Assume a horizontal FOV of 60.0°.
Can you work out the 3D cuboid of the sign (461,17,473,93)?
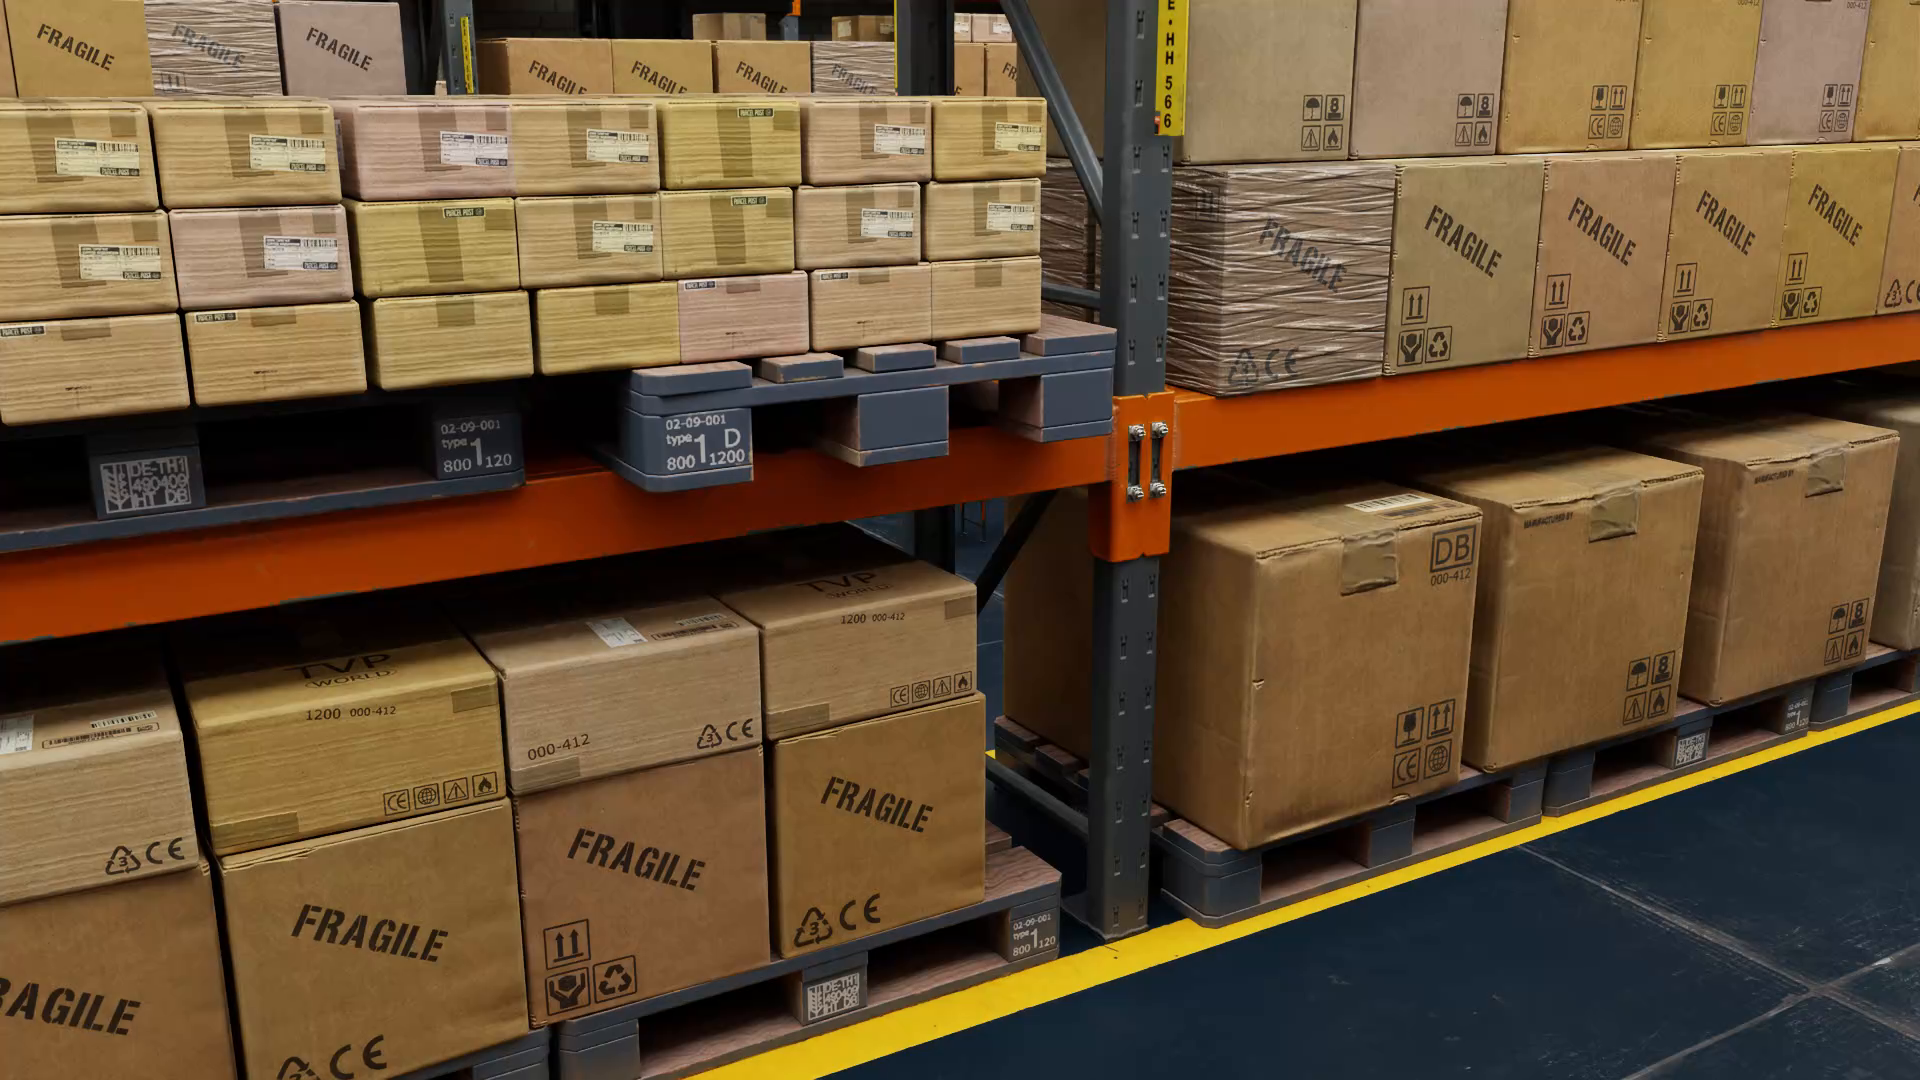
[{"bbox_3d":[-2.202,-2.164,7.427,0.005,0.325,0.100,-9,18,-30],"label":"sign"}]

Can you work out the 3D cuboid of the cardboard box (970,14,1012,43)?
[{"bbox_3d":[0.075,-2.781,9.057,0.250,0.149,0.380,-10,18,-31],"label":"cardboard box"}]

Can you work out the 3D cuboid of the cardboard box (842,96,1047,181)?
[{"bbox_3d":[-0.039,-0.797,3.280,0.250,0.149,0.380,-10,19,-32],"label":"cardboard box"}]

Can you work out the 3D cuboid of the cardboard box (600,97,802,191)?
[{"bbox_3d":[-0.480,-0.726,3.027,0.250,0.149,0.380,-9,18,-28],"label":"cardboard box"}]

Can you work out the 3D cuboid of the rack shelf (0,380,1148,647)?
[{"bbox_3d":[-1.569,0.021,3.109,4.000,0.370,1.077,-9,18,-30],"label":"rack shelf"}]

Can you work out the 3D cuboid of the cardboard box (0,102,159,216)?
[{"bbox_3d":[-1.372,-0.581,2.512,0.250,0.149,0.380,-9,18,-28],"label":"cardboard box"}]

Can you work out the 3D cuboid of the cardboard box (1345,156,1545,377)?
[{"bbox_3d":[1.104,-0.723,4.245,0.500,0.500,0.500,-9,18,-30],"label":"cardboard box"}]

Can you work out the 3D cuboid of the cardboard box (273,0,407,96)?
[{"bbox_3d":[-2.799,-2.132,7.419,0.500,0.500,0.500,-10,18,-31],"label":"cardboard box"}]

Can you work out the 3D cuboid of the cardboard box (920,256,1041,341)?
[{"bbox_3d":[-0.041,-0.509,3.357,0.250,0.149,0.380,-9,18,-29],"label":"cardboard box"}]

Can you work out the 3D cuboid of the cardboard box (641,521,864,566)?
[{"bbox_3d":[-0.570,0.077,4.042,0.500,0.250,0.500,-10,19,-32],"label":"cardboard box"}]

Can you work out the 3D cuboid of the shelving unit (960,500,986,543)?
[{"bbox_3d":[-0.046,-0.498,7.242,0.252,1.050,0.215,-9,18,-30],"label":"shelving unit"}]

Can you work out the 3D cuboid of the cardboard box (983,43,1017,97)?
[{"bbox_3d":[0.236,-2.497,9.247,0.500,0.500,0.500,-9,18,-29],"label":"cardboard box"}]

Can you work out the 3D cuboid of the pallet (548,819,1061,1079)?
[{"bbox_3d":[-0.525,0.848,3.994,1.213,0.211,1.003,-9,18,-30],"label":"pallet"}]

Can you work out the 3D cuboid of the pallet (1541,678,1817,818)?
[{"bbox_3d":[1.905,0.479,5.310,1.213,0.211,1.003,-9,18,-30],"label":"pallet"}]

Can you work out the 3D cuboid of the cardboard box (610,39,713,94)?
[{"bbox_3d":[-1.543,-2.211,8.226,0.500,0.500,0.500,-8,18,-27],"label":"cardboard box"}]

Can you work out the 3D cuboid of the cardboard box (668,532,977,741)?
[{"bbox_3d":[-0.306,0.193,3.628,0.500,0.250,0.500,-10,18,-31],"label":"cardboard box"}]

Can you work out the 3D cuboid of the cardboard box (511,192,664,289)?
[{"bbox_3d":[-0.710,-0.544,2.930,0.250,0.149,0.380,-9,18,-30],"label":"cardboard box"}]

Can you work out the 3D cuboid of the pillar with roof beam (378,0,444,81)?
[{"bbox_3d":[-2.180,-5.165,9.162,0.400,9.000,9.100,-9,18,-30],"label":"pillar with roof beam"}]

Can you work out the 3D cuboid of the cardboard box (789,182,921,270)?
[{"bbox_3d":[-0.271,-0.616,3.187,0.250,0.149,0.380,-8,18,-28],"label":"cardboard box"}]

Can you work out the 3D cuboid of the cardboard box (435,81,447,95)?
[{"bbox_3d":[-3.972,-3.337,12.371,0.250,0.149,0.380,-9,18,-29],"label":"cardboard box"}]

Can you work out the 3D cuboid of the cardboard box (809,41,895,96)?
[{"bbox_3d":[-0.658,-2.354,8.736,0.500,0.500,0.500,-10,19,-32],"label":"cardboard box"}]

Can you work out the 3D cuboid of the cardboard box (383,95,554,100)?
[{"bbox_3d":[-1.019,-0.844,3.447,0.250,0.149,0.380,-10,19,-32],"label":"cardboard box"}]

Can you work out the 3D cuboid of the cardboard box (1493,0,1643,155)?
[{"bbox_3d":[1.407,-1.335,4.578,0.500,0.500,0.700,-10,18,-31],"label":"cardboard box"}]

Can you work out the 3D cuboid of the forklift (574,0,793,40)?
[{"bbox_3d":[-1.755,-2.628,11.355,3.031,2.935,1.130,-9,18,-30],"label":"forklift"}]

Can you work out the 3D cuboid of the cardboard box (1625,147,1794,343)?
[{"bbox_3d":[1.964,-0.861,4.740,0.500,0.500,0.500,-9,18,-30],"label":"cardboard box"}]

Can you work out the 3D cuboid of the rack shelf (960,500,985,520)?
[{"bbox_3d":[-0.046,-0.220,7.319,0.240,0.259,0.215,-9,18,-30],"label":"rack shelf"}]

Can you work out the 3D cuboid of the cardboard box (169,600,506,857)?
[{"bbox_3d":[-1.177,0.333,3.130,0.500,0.250,0.500,-9,18,-28],"label":"cardboard box"}]

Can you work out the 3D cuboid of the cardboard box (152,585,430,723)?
[{"bbox_3d":[-1.436,0.213,3.555,0.500,0.250,0.500,-9,18,-29],"label":"cardboard box"}]

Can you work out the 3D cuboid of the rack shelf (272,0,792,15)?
[{"bbox_3d":[-3.336,-4.258,12.819,4.000,0.370,1.077,-9,18,-30],"label":"rack shelf"}]

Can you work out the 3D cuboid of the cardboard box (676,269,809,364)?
[{"bbox_3d":[-0.475,-0.440,3.108,0.250,0.149,0.380,-9,18,-29],"label":"cardboard box"}]

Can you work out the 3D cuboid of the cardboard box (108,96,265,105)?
[{"bbox_3d":[-1.476,-0.768,3.179,0.250,0.149,0.380,-9,18,-28],"label":"cardboard box"}]

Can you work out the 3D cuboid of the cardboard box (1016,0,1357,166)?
[{"bbox_3d":[0.535,-1.193,4.070,0.500,0.500,0.700,-9,18,-30],"label":"cardboard box"}]

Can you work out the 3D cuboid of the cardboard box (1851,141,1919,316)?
[{"bbox_3d":[2.831,-1.003,5.244,0.500,0.500,0.500,-9,18,-30],"label":"cardboard box"}]

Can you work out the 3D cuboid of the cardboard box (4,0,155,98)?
[{"bbox_3d":[-3.664,-1.991,6.917,0.500,0.500,0.500,-9,18,-30],"label":"cardboard box"}]

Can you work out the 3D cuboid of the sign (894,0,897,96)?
[{"bbox_3d":[-0.143,-1.289,4.304,0.005,0.325,0.100,-9,18,-30],"label":"sign"}]

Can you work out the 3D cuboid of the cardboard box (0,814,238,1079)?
[{"bbox_3d":[-1.619,0.763,2.983,0.500,0.500,0.500,-9,18,-29],"label":"cardboard box"}]

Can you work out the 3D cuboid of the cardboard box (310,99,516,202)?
[{"bbox_3d":[-0.916,-0.656,2.777,0.250,0.149,0.380,-9,18,-30],"label":"cardboard box"}]

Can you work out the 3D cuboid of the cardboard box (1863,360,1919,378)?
[{"bbox_3d":[4.149,-0.410,6.472,0.875,0.875,0.875,-9,18,-29],"label":"cardboard box"}]

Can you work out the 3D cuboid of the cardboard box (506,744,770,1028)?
[{"bbox_3d":[-0.731,0.622,3.488,0.500,0.500,0.500,-8,18,-27],"label":"cardboard box"}]

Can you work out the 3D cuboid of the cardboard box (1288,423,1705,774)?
[{"bbox_3d":[1.461,0.092,4.915,0.750,0.750,1.050,-9,18,-29],"label":"cardboard box"}]

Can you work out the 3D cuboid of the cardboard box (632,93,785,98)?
[{"bbox_3d":[-0.579,-0.913,3.696,0.250,0.149,0.380,-10,18,-31],"label":"cardboard box"}]

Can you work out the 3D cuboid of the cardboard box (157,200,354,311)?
[{"bbox_3d":[-1.148,-0.474,2.679,0.250,0.149,0.380,-9,18,-28],"label":"cardboard box"}]

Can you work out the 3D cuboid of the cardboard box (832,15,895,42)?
[{"bbox_3d":[-0.525,-2.838,9.260,0.250,0.149,0.380,-8,18,-27],"label":"cardboard box"}]

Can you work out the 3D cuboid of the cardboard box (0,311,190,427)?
[{"bbox_3d":[-1.375,-0.294,2.588,0.250,0.149,0.380,-10,19,-32],"label":"cardboard box"}]

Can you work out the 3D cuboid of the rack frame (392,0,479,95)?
[{"bbox_3d":[-2.490,-1.734,8.040,0.127,3.000,1.000,-9,18,-30],"label":"rack frame"}]

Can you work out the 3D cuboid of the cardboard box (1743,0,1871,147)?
[{"bbox_3d":[2.278,-1.476,5.081,0.500,0.500,0.700,-9,18,-29],"label":"cardboard box"}]

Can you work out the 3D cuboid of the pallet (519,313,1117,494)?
[{"bbox_3d":[-0.411,-0.387,3.589,1.003,0.211,1.213,-9,18,-30],"label":"pallet"}]

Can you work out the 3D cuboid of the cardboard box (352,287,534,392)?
[{"bbox_3d":[-0.920,-0.368,2.852,0.250,0.149,0.380,-10,19,-32],"label":"cardboard box"}]

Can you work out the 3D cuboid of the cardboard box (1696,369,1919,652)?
[{"bbox_3d":[3.088,-0.171,5.853,0.750,0.750,1.050,-9,18,-30],"label":"cardboard box"}]
